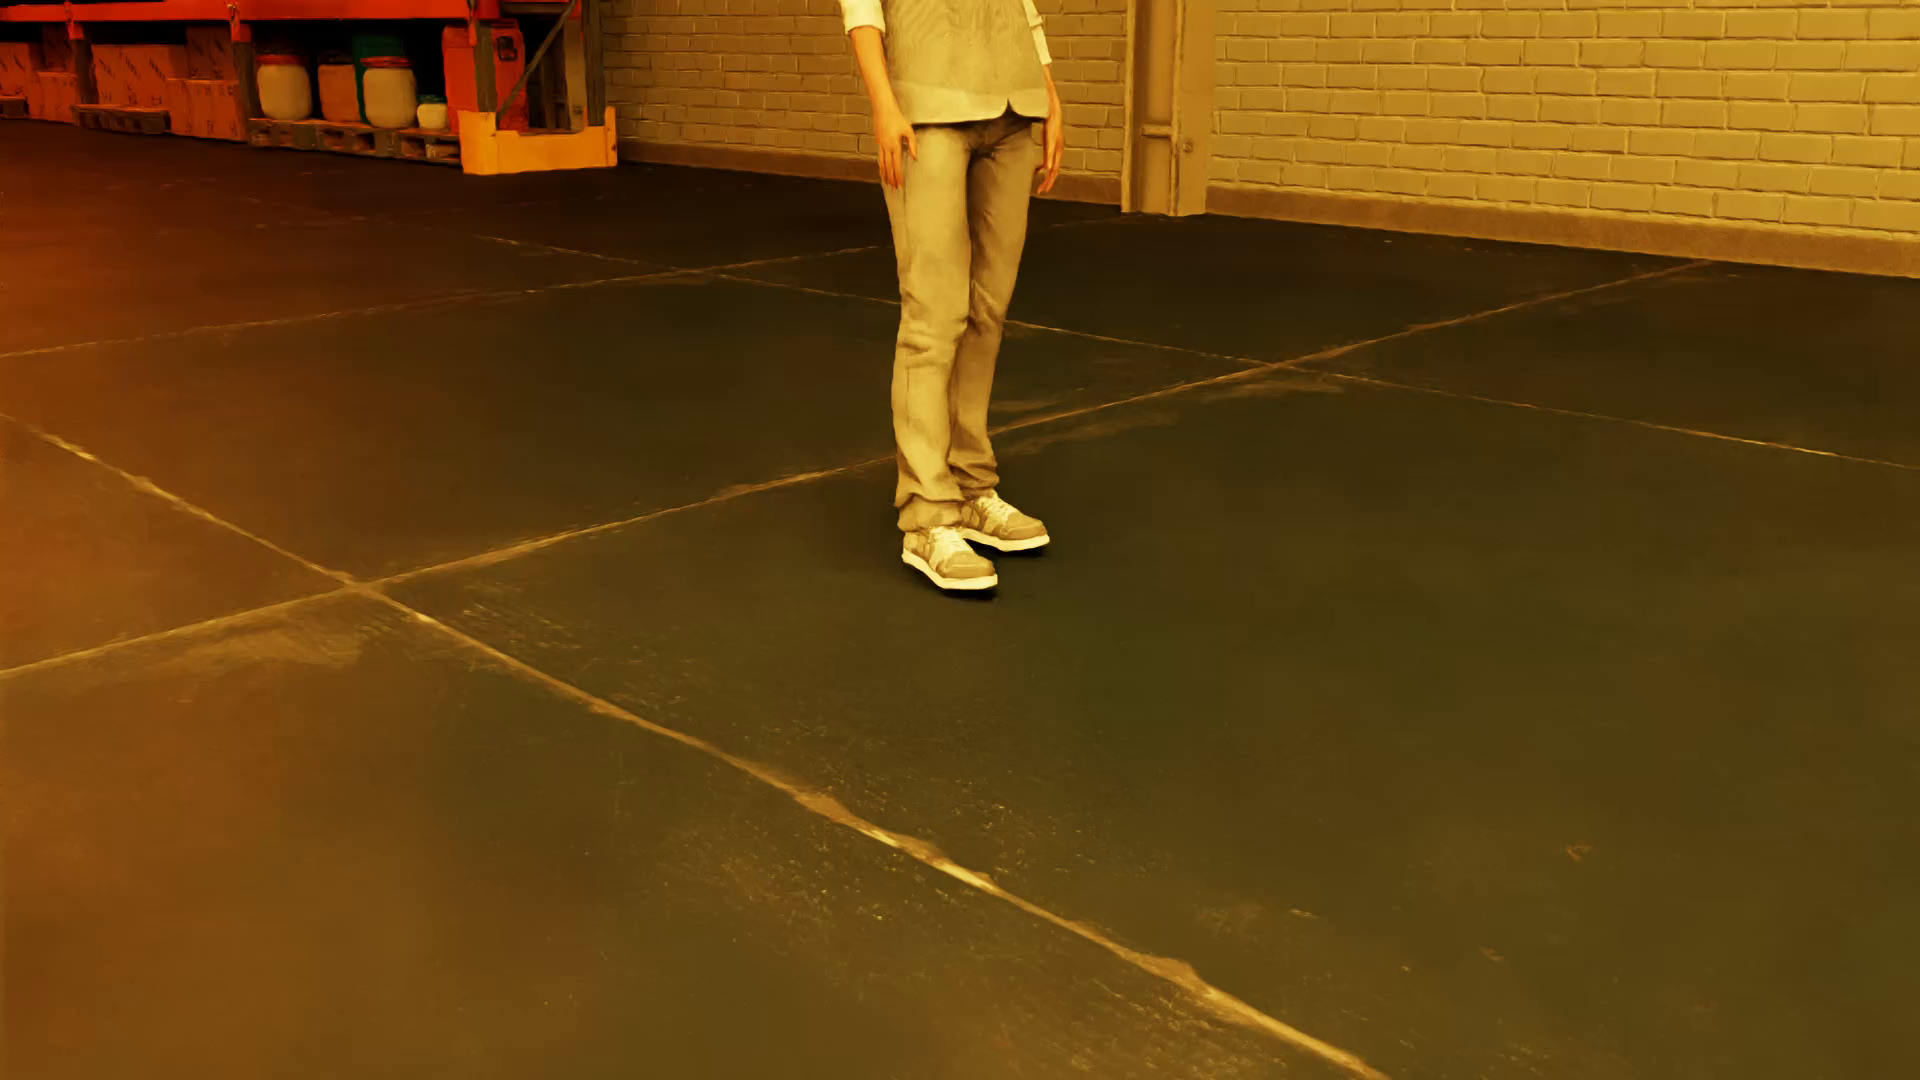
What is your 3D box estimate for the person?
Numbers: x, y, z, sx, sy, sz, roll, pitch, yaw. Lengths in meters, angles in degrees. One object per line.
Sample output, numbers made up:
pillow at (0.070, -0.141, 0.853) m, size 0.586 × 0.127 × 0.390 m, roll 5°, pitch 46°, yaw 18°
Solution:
person at (0.043, -0.752, 3.098) m, size 0.474 × 1.597 × 0.521 m, roll 16°, pitch 23°, yaw 42°
